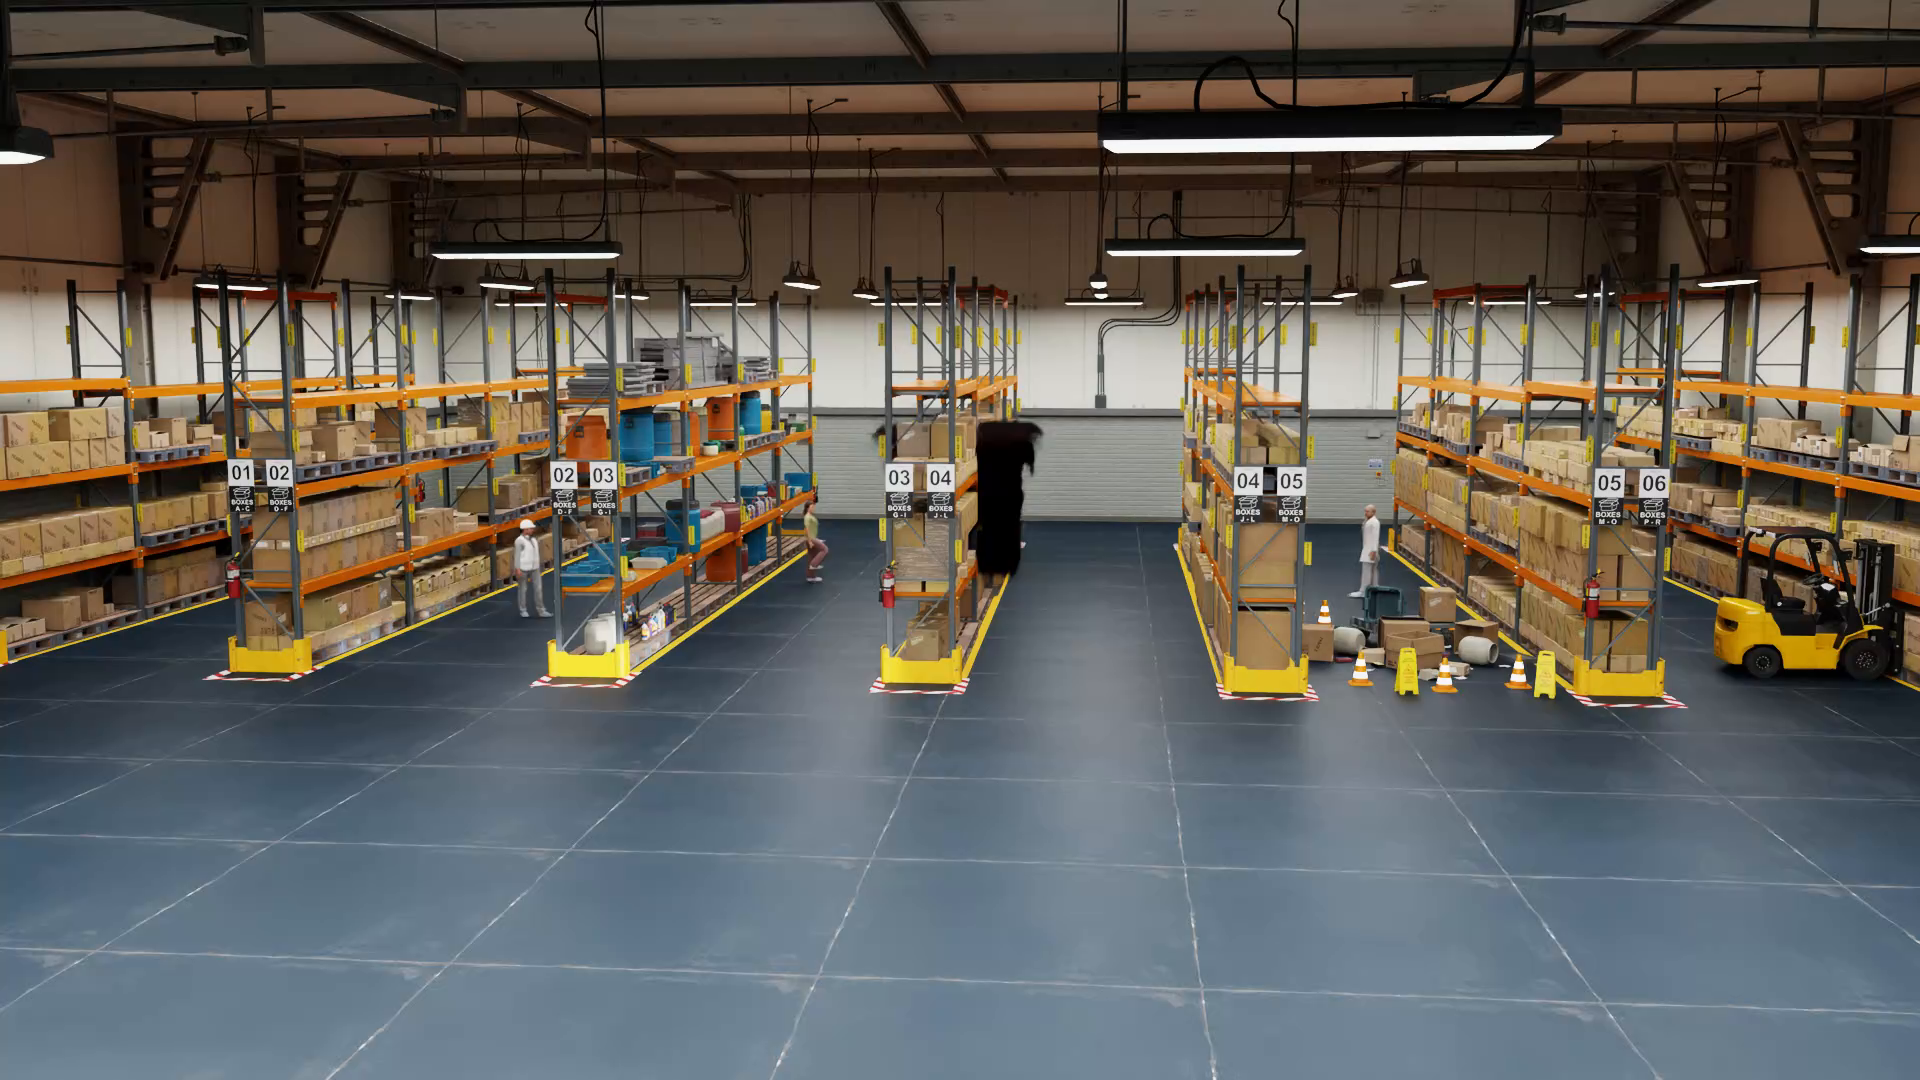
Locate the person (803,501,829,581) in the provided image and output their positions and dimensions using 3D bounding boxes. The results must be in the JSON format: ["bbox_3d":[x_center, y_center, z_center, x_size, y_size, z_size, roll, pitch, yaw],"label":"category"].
[{"bbox_3d":[-2.944,0.034,34.031,0.558,1.669,0.504,0,7,4],"label":"person"}]

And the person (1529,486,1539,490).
[{"bbox_3d":[14.048,-0.746,40.686,0.777,1.593,0.496,0,7,1],"label":"person"}]

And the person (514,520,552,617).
[{"bbox_3d":[-7.720,0.517,29.780,0.566,1.771,0.631,-7,10,-44],"label":"person"}]

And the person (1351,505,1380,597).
[{"bbox_3d":[7.898,0.206,32.302,0.504,1.785,0.633,2,7,18],"label":"person"}]
